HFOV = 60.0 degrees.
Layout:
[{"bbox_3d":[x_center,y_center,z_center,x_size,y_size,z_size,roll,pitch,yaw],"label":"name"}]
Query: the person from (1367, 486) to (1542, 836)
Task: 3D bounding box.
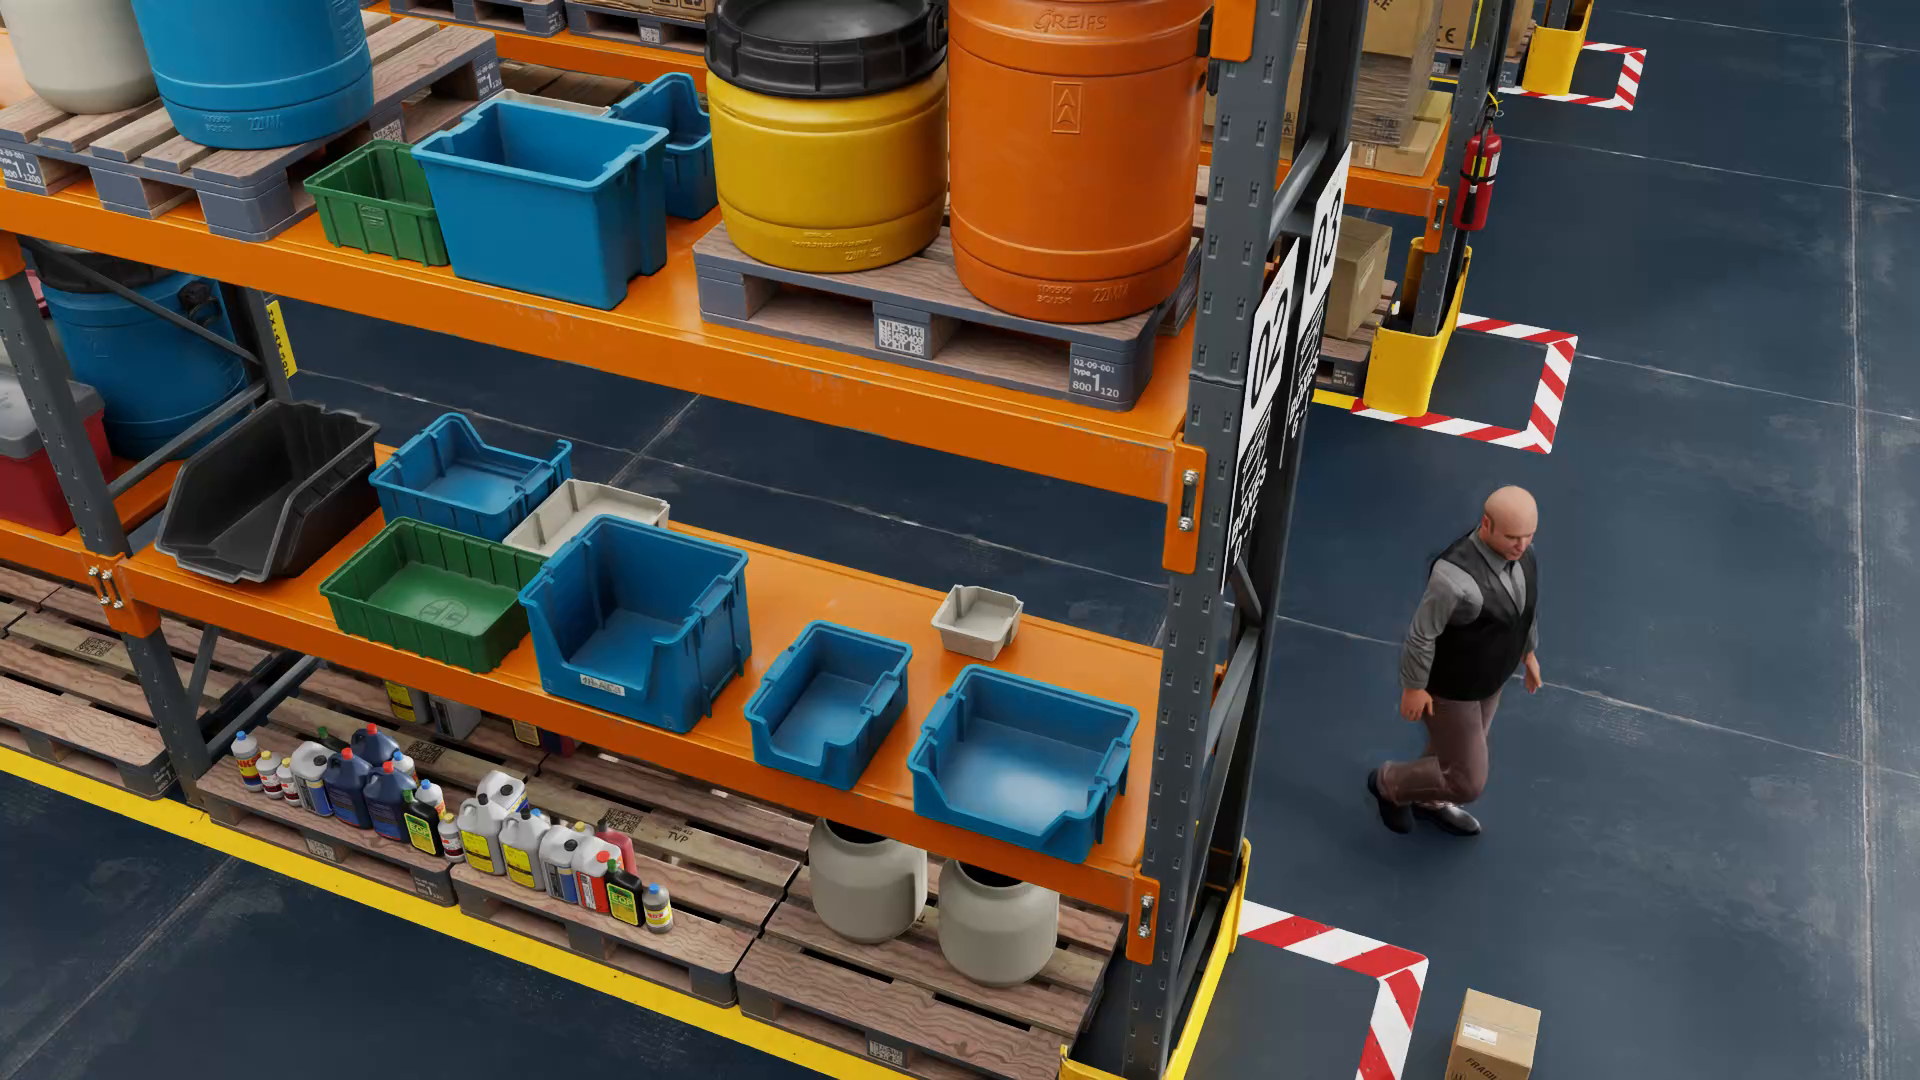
[{"bbox_3d":[1.853,0.497,6.160,0.474,1.720,0.584,30,46,33],"label":"person"}]
